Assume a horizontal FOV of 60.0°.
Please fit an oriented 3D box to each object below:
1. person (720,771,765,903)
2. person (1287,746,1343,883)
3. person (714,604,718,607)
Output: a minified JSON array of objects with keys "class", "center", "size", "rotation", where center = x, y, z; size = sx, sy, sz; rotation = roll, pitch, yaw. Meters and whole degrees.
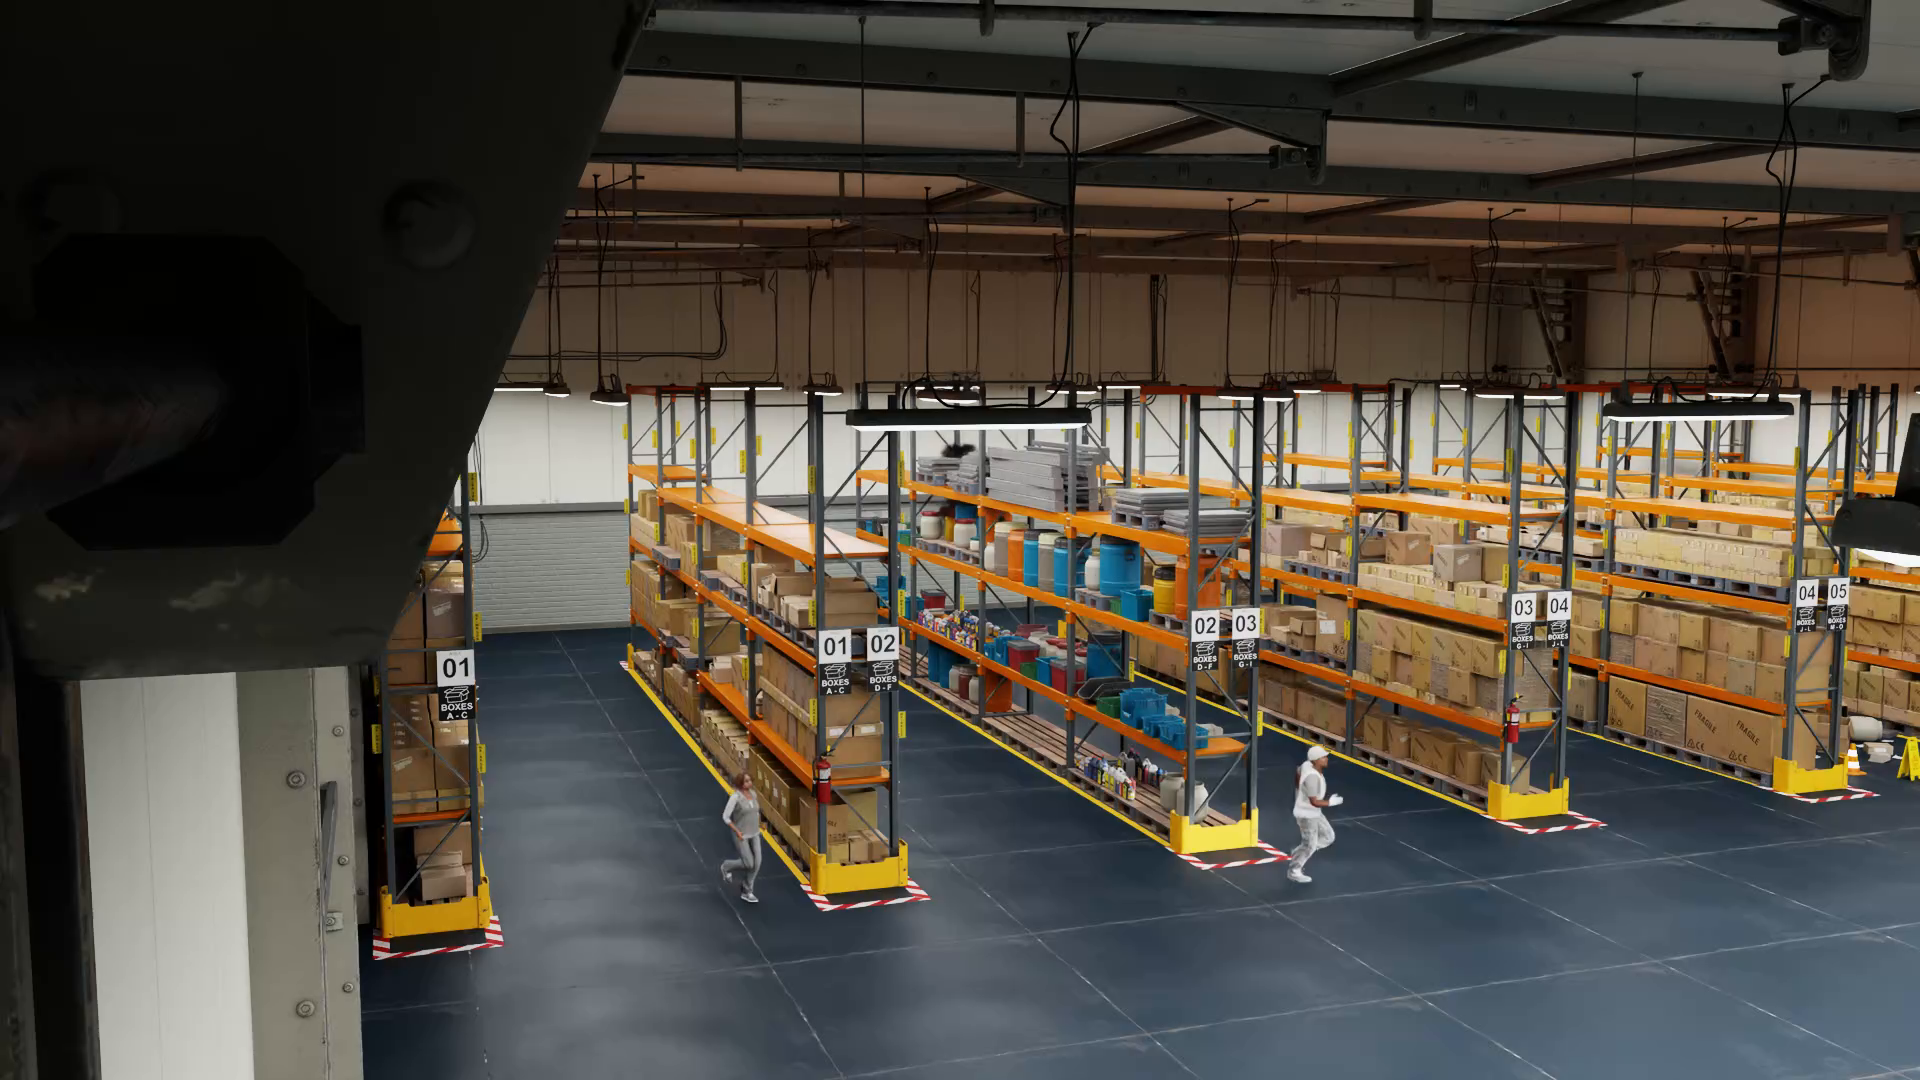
[{"class":"person","center":[-2.596,3.522,19.845],"size":[0.561,1.553,0.529],"rotation":[5,8,41]},{"class":"person","center":[4.360,3.361,20.393],"size":[0.659,1.724,0.730],"rotation":[2,6,14]},{"class":"person","center":[-5.184,1.826,35.975],"size":[0.640,1.636,0.609],"rotation":[4,7,35]}]
